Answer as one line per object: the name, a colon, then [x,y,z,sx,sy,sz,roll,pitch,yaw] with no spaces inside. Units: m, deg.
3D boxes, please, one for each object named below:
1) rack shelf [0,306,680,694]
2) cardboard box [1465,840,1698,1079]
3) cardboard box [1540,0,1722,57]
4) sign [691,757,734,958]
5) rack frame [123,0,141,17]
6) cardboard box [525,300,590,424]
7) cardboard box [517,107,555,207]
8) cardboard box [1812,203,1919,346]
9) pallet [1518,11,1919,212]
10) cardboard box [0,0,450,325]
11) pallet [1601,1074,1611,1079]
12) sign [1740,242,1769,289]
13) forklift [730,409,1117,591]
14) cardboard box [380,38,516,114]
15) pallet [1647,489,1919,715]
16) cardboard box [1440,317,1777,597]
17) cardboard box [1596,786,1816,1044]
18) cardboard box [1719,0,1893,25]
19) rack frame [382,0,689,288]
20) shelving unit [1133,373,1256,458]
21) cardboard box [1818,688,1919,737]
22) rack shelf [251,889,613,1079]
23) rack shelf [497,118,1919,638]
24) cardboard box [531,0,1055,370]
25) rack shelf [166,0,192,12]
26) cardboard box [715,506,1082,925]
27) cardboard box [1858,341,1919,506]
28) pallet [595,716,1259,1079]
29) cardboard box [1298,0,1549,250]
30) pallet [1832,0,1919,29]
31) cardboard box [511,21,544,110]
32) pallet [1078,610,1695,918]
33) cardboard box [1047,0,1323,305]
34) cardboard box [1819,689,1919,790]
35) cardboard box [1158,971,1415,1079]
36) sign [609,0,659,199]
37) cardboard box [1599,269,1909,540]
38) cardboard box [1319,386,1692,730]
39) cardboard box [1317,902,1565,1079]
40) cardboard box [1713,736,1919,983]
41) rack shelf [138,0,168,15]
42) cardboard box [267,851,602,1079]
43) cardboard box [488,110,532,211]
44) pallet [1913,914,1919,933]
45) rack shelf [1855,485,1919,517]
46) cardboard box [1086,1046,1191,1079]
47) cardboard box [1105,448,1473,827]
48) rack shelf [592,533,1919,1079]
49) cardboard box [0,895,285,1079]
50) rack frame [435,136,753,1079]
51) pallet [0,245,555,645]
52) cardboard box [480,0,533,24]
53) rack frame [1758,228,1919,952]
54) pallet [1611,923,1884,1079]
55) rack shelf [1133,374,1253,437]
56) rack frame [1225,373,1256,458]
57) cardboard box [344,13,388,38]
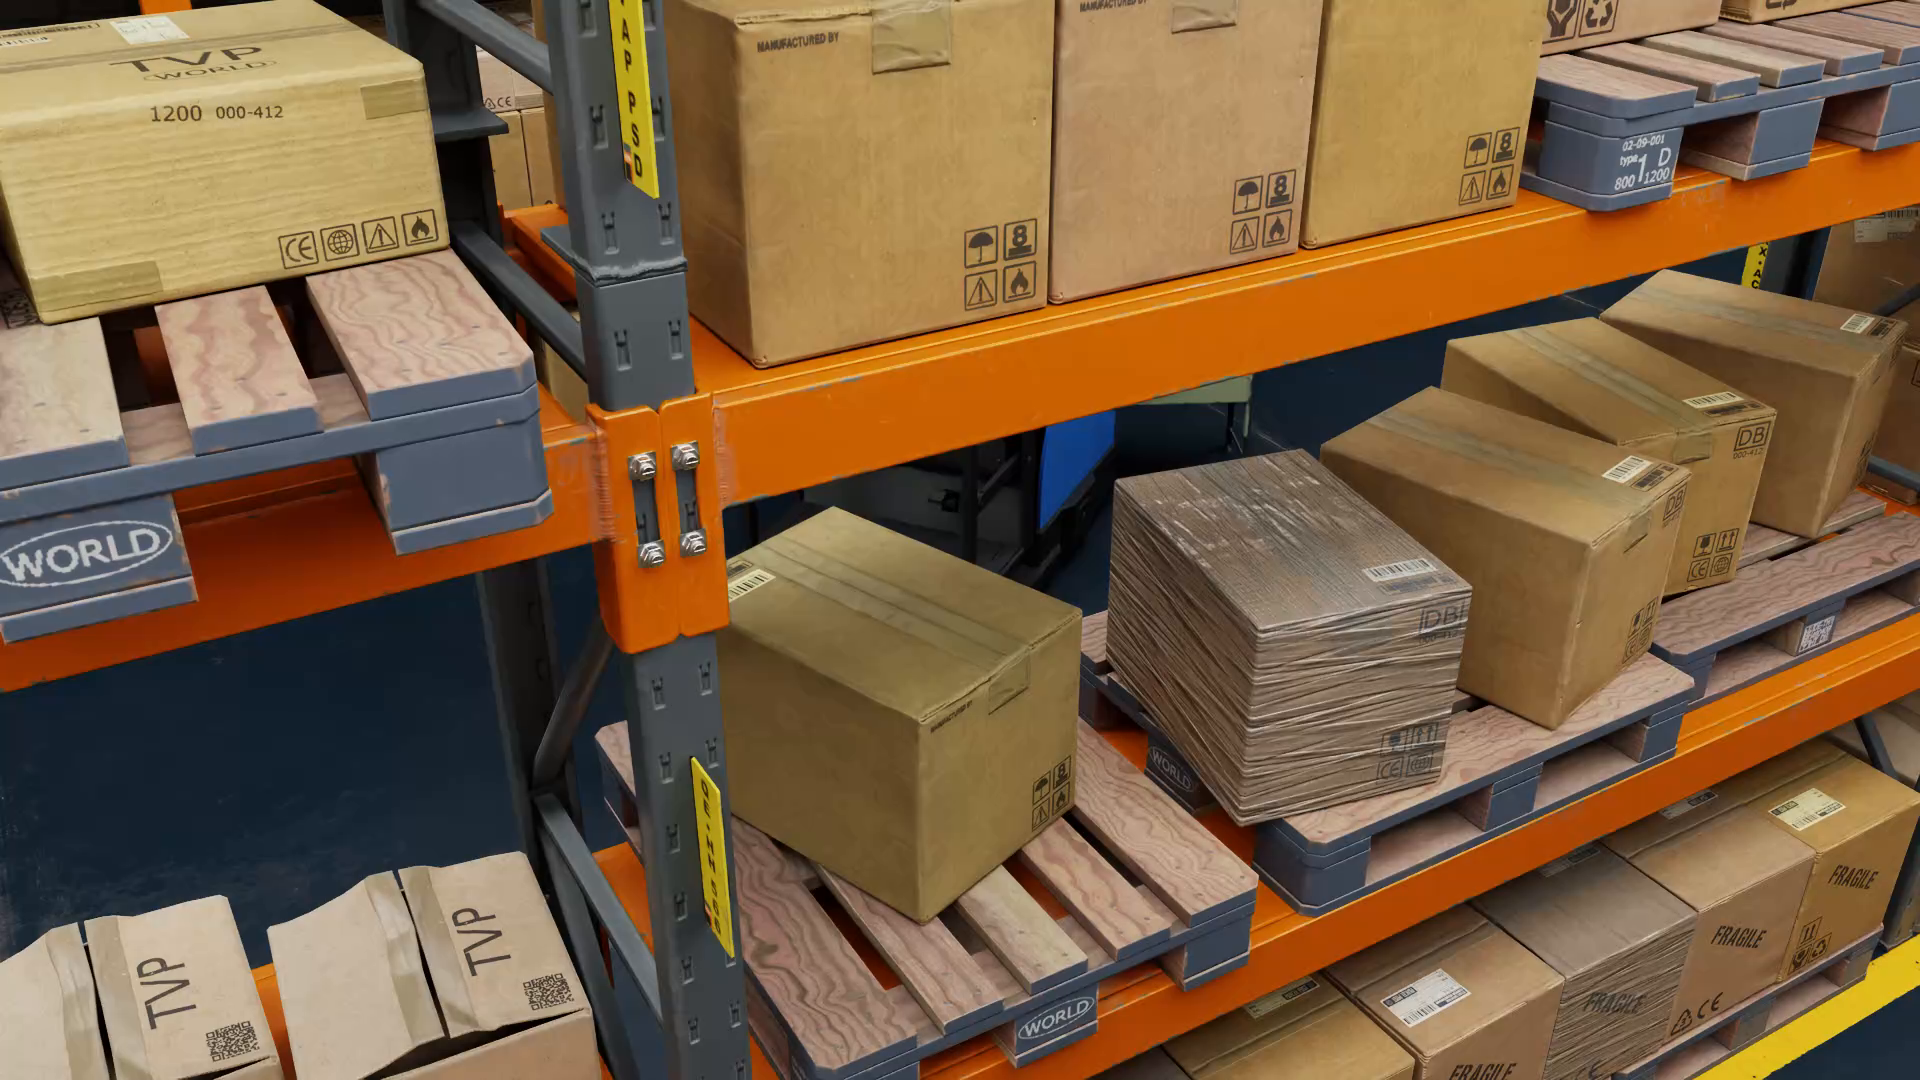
rack shelf: [-2.388,0.259,1.816,4.000,0.370,1.077,-16,33,-26]
cardboard box: [1.641,1.171,4.656,0.500,0.500,0.500,-15,32,-26]
cardboard box: [1.165,-1.376,3.393,0.600,0.600,0.600,-17,33,-28]
sign: [-0.380,0.491,2.557,0.005,0.325,0.100,-16,33,-26]
rack frame: [-3.177,-1.295,6.992,0.127,3.000,1.000,-16,33,-26]
cardboard box: [-1.718,-0.875,8.021,0.750,0.750,0.750,-16,33,-27]
cardboard box: [-1.744,-1.735,7.358,0.500,0.500,0.500,-16,33,-27]
cardboard box: [3.090,-0.925,5.183,0.500,0.500,0.500,-16,33,-26]
pallet: [1.294,-1.057,3.651,1.003,0.211,1.213,-16,33,-26]
cardboard box: [-1.027,-0.529,2.221,0.500,0.250,0.500,-19,34,-30]
pallet: [1.050,1.525,4.768,1.213,0.211,1.003,-16,33,-26]
sign: [2.503,-0.815,5.226,0.005,0.325,0.100,-16,33,-26]
forklift: [-0.307,-0.948,6.435,1.130,2.935,3.031,12,31,21]
cardboard box: [-2.192,-1.942,6.956,0.500,0.250,0.500,-16,33,-27]
pallet: [2.040,0.023,4.803,1.213,0.211,1.003,-16,33,-26]
cardboard box: [1.702,-0.222,4.509,0.500,0.500,0.700,-11,31,-19]
cardboard box: [2.074,1.048,4.878,0.500,0.500,0.500,-16,33,-26]
cardboard box: [1.748,-1.530,3.673,0.600,0.600,0.600,-16,33,-27]
rack frame: [-0.664,-1.859,1.805,0.127,3.000,1.000,-16,33,-26]
shelving unit: [1.038,-1.041,8.084,0.755,1.500,0.431,-2,29,-3]
cardboard box: [3.132,0.433,5.993,0.500,0.500,0.500,-16,33,-26]
rack shelf: [-2.388,1.572,2.541,4.000,0.370,1.077,-16,33,-26]
rack shelf: [1.060,-0.720,3.591,4.000,0.370,1.077,-16,33,-26]
cardboard box: [-0.305,-0.710,2.724,0.500,0.500,0.910,-16,33,-26]
rack shelf: [-1.452,-2.783,7.328,4.000,0.370,1.077,-16,33,-26]
cardboard box: [-0.178,0.339,3.493,0.700,0.500,0.500,22,36,34]
cardboard box: [3.086,-0.484,5.420,0.500,0.500,0.500,-15,32,-26]
pallet: [-0.115,0.657,3.654,1.003,0.211,1.213,-16,33,-26]
cardboard box: [0.583,-0.962,3.181,0.500,0.500,0.910,-16,33,-26]
pallet: [2.187,-1.312,4.113,1.003,0.211,1.213,-16,33,-26]
cardboard box: [-1.763,-2.066,7.180,0.500,0.250,0.500,-16,33,-26]
pallet: [1.010,0.374,4.167,1.213,0.211,1.003,-16,33,-26]
cardboard box: [0.135,-0.835,2.951,0.500,0.500,0.910,-16,33,-26]
cardboard box: [3.256,0.761,5.595,0.500,0.311,0.500,-16,33,-26]
cardboard box: [0.757,1.426,4.193,0.500,0.500,0.500,-16,33,-27]
sign: [-0.390,-0.573,1.963,0.005,0.325,0.100,-16,33,-26]
cardboard box: [2.263,-0.416,4.862,0.700,0.500,0.500,22,36,34]
cardboard box: [1.293,0.019,4.073,0.700,0.500,0.500,26,38,38]
cardboard box: [1.204,1.296,4.429,0.500,0.500,0.500,-17,33,-28]
cardboard box: [2.504,0.931,5.091,0.500,0.500,0.500,-16,33,-27]
rack shelf: [-4.901,-1.804,5.554,4.000,0.370,1.077,-16,33,-26]
cardboard box: [-1.000,0.878,3.148,0.500,0.311,0.500,-14,32,-23]
cardboard box: [-2.172,-1.614,7.139,0.500,0.500,0.500,-15,32,-25]
pallet: [3.377,0.842,6.006,1.213,0.211,1.003,-16,33,-26]
rack shelf: [4.509,-0.386,6.090,4.000,0.370,1.077,-16,33,-26]
cardboard box: [0.322,1.547,3.975,0.500,0.500,0.500,-17,33,-28]
cardboard box: [0.707,0.195,3.755,0.500,0.500,0.700,-10,30,-17]
rack shelf: [1.060,0.593,4.315,4.000,0.370,1.077,-16,33,-26]
cardboard box: [-1.533,0.945,3.025,0.500,0.311,0.500,-16,33,-27]
rack frame: [-0.664,0.768,3.254,0.127,3.000,1.000,-16,33,-26]
pallet: [-1.204,-0.260,2.207,1.003,0.211,1.213,-14,32,-24]
cardboard box: [-2.025,-2.275,7.559,0.500,0.250,0.500,-17,33,-28]
rack frame: [2.785,-0.211,5.029,0.127,3.000,1.000,-16,33,-26]
pallet: [2.103,1.224,5.313,1.213,0.211,1.003,-16,33,-26]
rack shelf: [1.038,-0.756,8.242,0.720,0.370,0.431,-2,29,-3]
rack frame: [1.403,-1.053,8.106,0.023,1.500,0.400,-2,29,-3]
cardboard box: [-2.469,-2.150,7.334,0.500,0.250,0.500,-17,33,-28]
